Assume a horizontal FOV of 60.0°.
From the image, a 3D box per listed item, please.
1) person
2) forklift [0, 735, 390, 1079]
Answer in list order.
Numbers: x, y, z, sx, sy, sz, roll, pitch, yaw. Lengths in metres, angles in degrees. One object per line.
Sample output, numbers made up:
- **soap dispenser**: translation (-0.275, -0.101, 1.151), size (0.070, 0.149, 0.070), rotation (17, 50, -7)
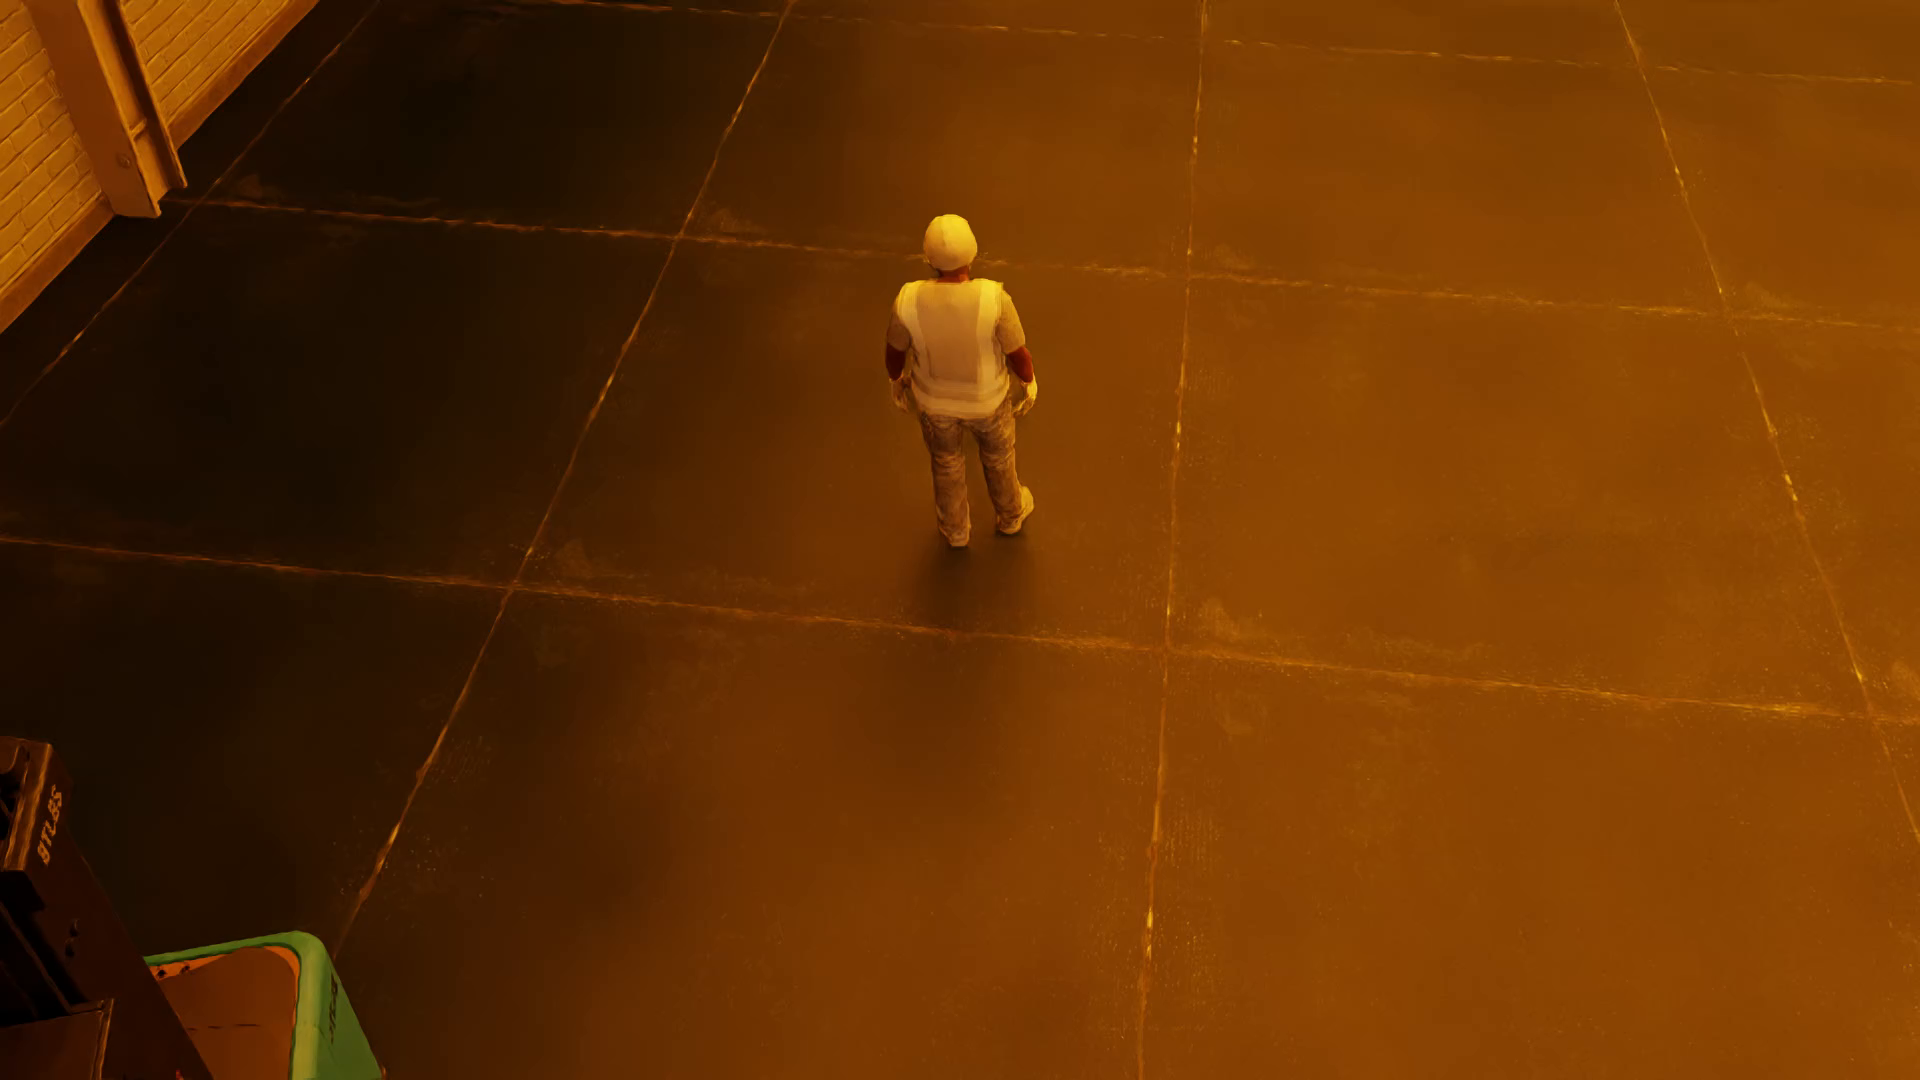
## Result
- **person**: translation (0.017, -0.709, 7.335), size (0.655, 1.782, 0.576), rotation (5, 43, 6)
- **forklift**: translation (-2.110, 1.928, 3.625), size (1.130, 2.935, 3.031), rotation (-8, 43, -9)
